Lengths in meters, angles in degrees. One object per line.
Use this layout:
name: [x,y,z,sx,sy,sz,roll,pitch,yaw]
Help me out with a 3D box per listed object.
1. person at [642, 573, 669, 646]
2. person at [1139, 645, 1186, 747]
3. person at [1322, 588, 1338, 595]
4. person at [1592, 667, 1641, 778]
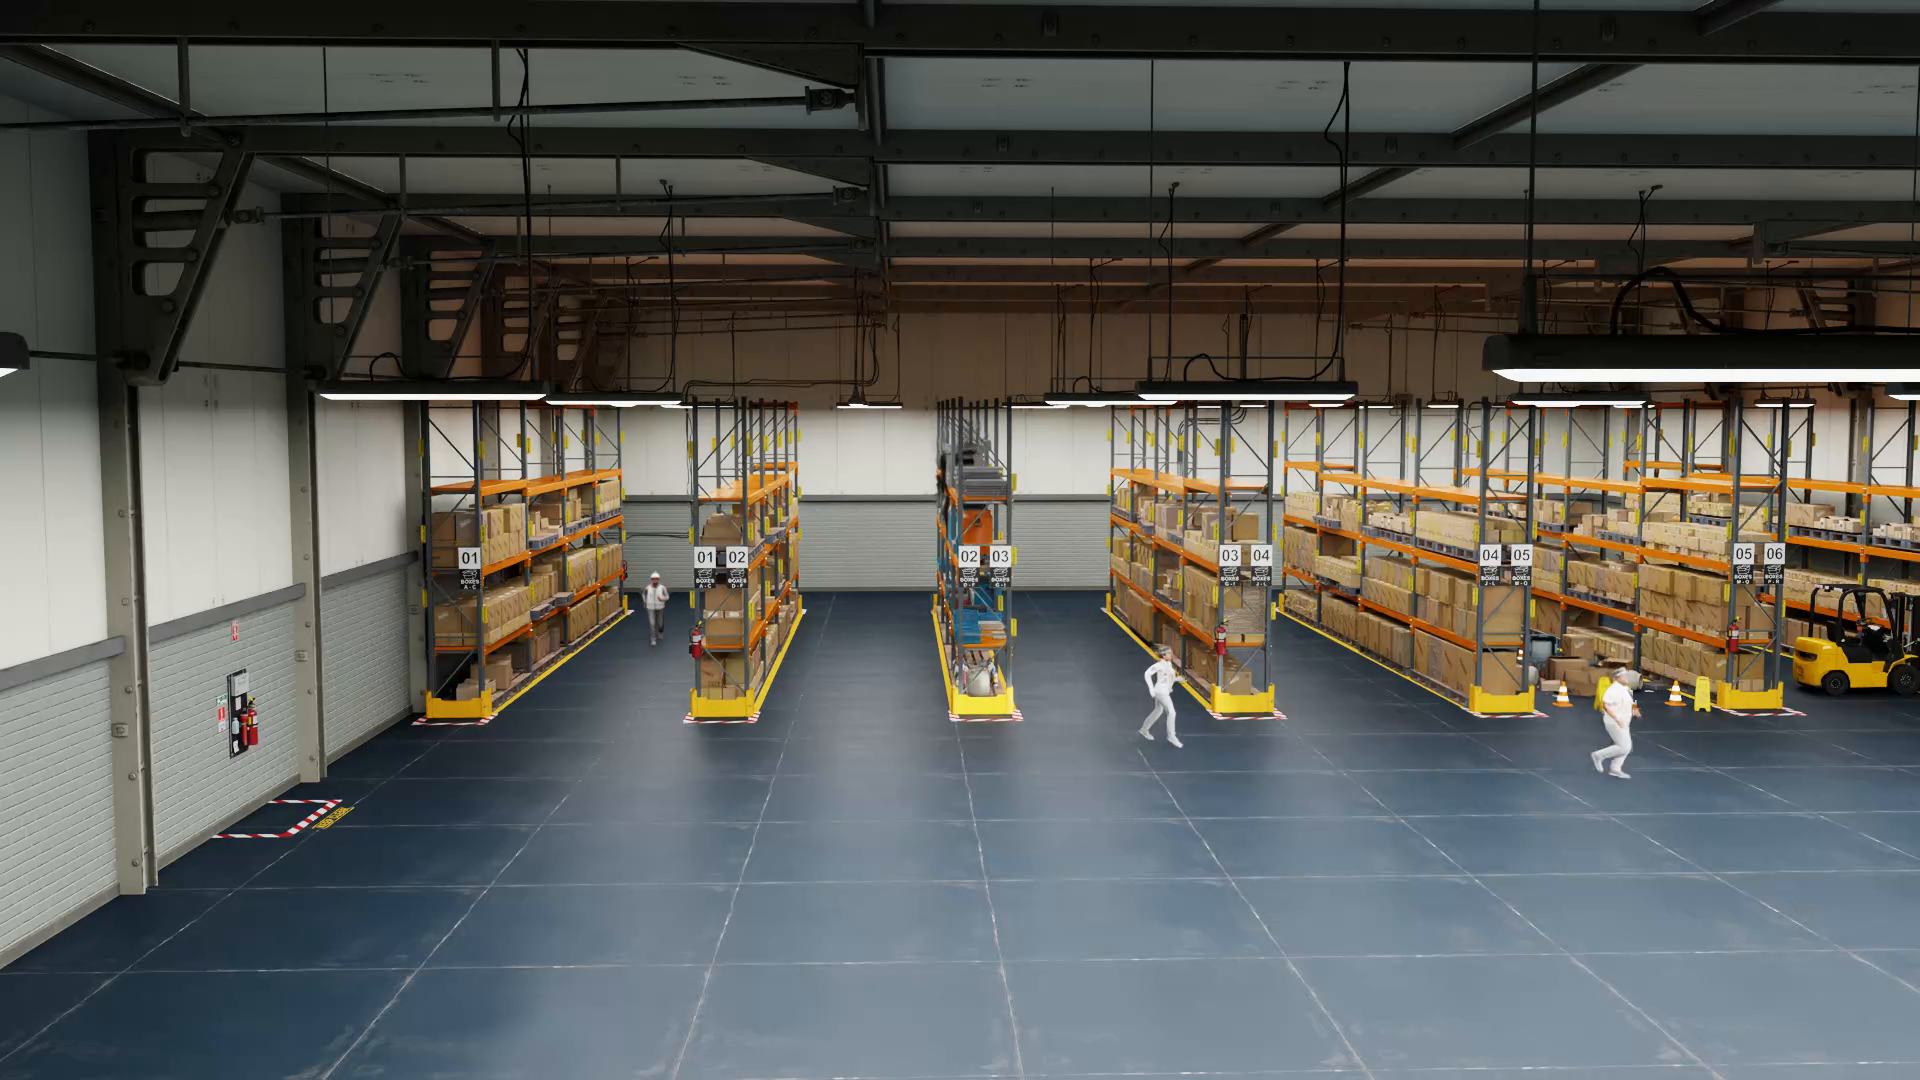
person: [-7.486,1.685,40.872,0.667,1.750,0.915,-1,4,-8]
person: [3.478,2.665,28.550,0.820,1.738,0.580,2,5,25]
person: [10.733,1.094,48.784,0.741,1.728,0.826,-4,6,-41]
person: [10.307,2.845,26.079,0.647,1.758,0.653,3,5,36]
